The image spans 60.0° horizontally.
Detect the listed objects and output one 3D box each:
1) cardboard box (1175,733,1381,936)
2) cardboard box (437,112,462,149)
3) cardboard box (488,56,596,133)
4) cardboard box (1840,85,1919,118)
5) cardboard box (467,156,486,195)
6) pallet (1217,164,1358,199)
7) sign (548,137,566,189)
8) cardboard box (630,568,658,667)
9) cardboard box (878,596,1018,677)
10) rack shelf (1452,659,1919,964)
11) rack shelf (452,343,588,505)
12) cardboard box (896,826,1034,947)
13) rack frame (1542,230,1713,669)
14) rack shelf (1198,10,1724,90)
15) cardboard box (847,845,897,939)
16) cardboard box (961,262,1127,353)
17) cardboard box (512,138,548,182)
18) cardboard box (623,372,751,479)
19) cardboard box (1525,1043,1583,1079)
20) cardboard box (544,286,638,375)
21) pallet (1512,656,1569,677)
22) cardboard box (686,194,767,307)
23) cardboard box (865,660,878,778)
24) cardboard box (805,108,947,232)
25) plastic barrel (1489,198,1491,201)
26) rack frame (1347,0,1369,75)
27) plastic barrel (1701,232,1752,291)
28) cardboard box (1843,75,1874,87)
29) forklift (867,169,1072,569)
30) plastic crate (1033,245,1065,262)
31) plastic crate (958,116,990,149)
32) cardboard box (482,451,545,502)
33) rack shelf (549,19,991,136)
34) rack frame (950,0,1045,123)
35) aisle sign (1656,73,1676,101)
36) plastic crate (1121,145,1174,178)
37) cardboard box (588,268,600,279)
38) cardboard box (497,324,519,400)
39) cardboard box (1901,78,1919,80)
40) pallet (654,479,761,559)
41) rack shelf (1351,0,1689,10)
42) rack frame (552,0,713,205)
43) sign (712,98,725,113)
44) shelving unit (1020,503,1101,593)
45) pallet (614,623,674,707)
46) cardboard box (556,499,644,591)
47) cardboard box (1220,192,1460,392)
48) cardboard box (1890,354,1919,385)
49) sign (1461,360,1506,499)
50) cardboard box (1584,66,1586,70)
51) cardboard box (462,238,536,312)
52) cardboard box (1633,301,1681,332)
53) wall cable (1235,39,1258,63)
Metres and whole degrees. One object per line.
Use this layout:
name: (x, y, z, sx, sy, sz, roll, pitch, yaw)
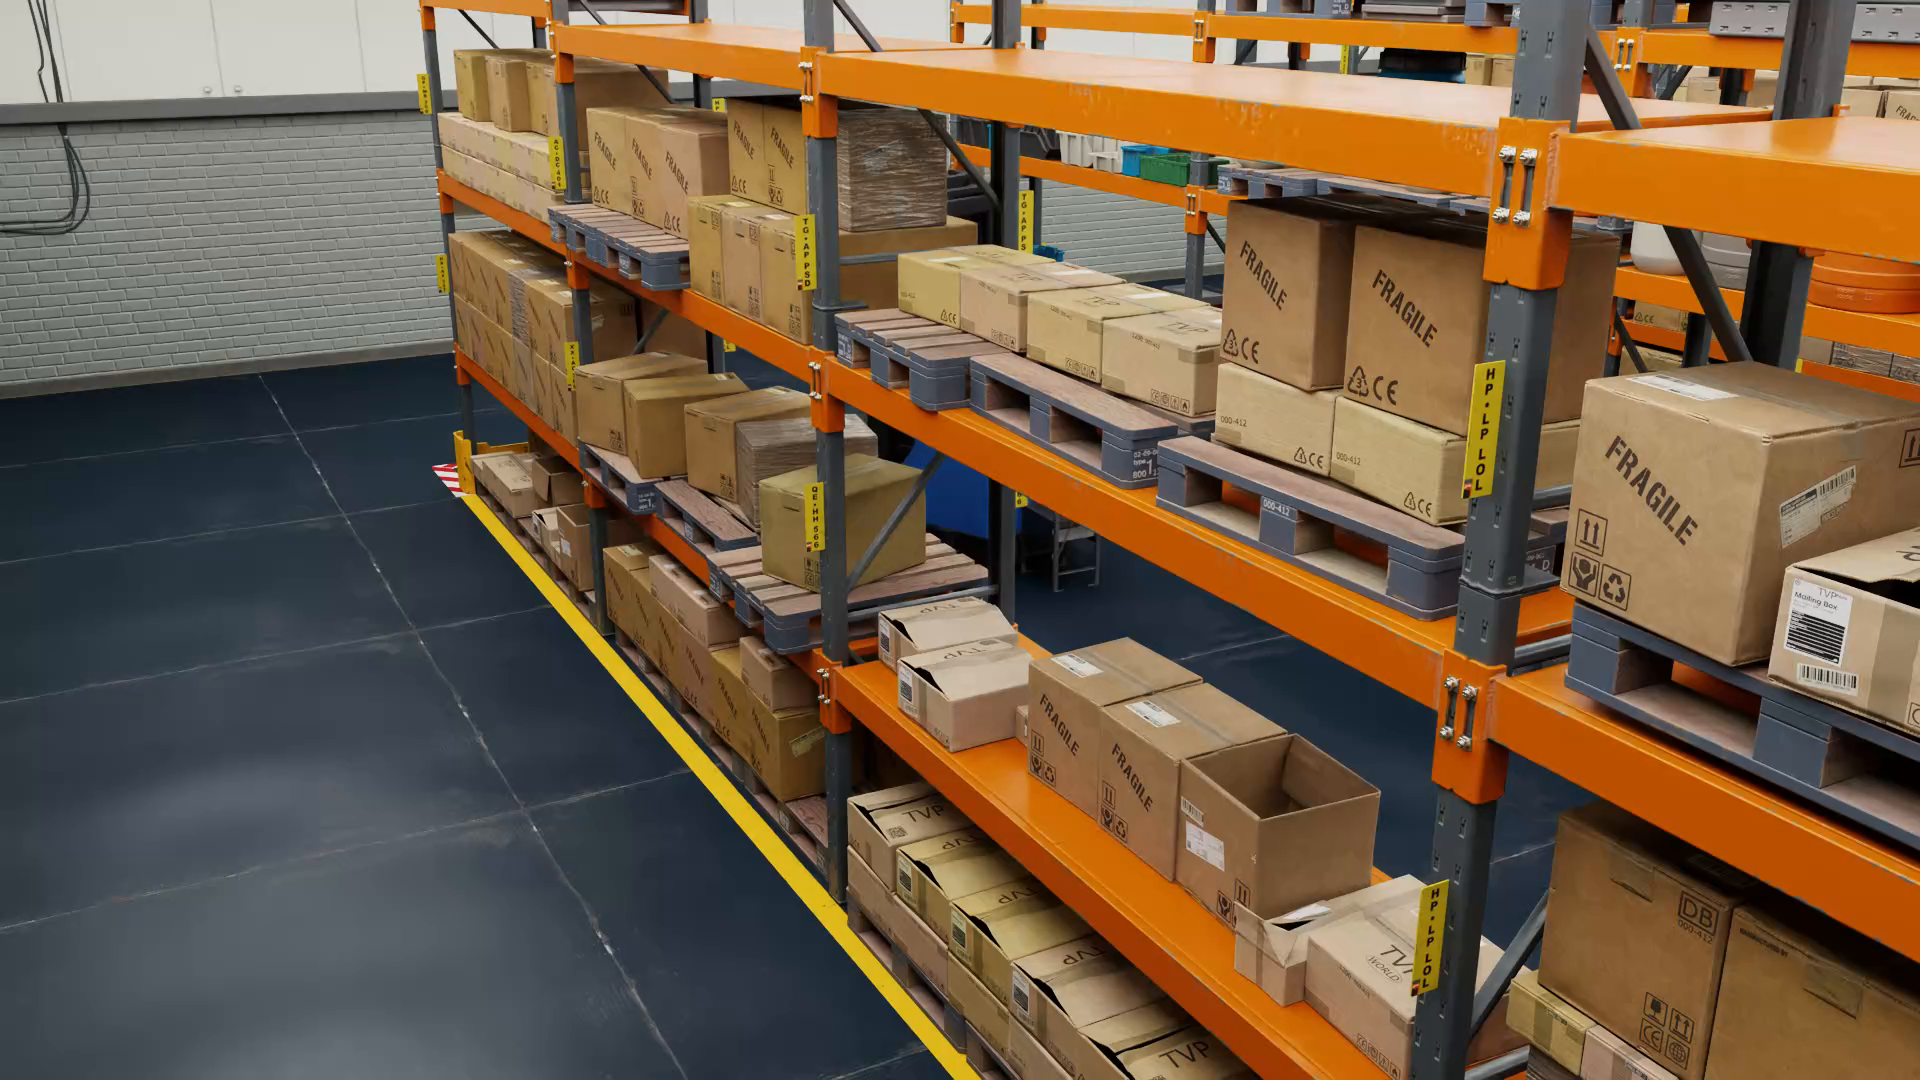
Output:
cardboard box: (1.104, 1.045, 5.851, 0.500, 0.500, 0.500, -8, 21, -23)
cardboard box: (-3.979, -3.374, 13.675, 0.500, 0.250, 0.500, -10, 21, -27)
cardboard box: (-3.085, -3.329, 12.397, 0.700, 0.500, 0.500, -10, 21, -27)
cardboard box: (7.536, -3.463, 13.669, 0.797, 0.503, 0.637, -10, 22, -27)
cardboard box: (-3.508, -2.849, 12.922, 0.500, 0.250, 0.500, -10, 21, -27)
pallet: (2.725, -2.715, 12.591, 1.213, 0.211, 1.003, -10, 21, -27)
sign: (-2.568, -2.406, 10.614, 0.100, 0.325, 0.005, -10, 21, -27)
cardboard box: (-1.816, 0.472, 10.823, 0.500, 0.500, 0.500, -10, 21, -26)
cardboard box: (-0.060, 0.472, 7.802, 0.500, 0.311, 0.500, -9, 21, -23)
rack shelf: (2.655, 0.963, 2.747, 1.077, 0.370, 4.000, -10, 21, -27)
rack shelf: (-3.044, -1.064, 13.219, 1.077, 0.370, 4.000, -10, 21, -27)
cardboard box: (0.052, 1.500, 7.398, 0.500, 0.311, 0.500, -11, 22, -28)
rack frame: (4.166, -0.448, 10.330, 1.000, 3.000, 0.127, -10, 21, -27)
rack shelf: (3.217, -3.329, 11.198, 1.077, 0.370, 4.000, -10, 21, -27)
cardboard box: (-0.204, 1.616, 7.922, 0.500, 0.250, 0.500, -10, 21, -27)
cardboard box: (0.335, -0.958, 6.797, 0.500, 0.250, 0.500, -9, 21, -25)
cardboard box: (-2.798, -2.655, 11.591, 0.500, 0.250, 0.500, -10, 21, -27)
cardboard box: (-1.684, -0.717, 10.315, 0.700, 0.500, 0.500, -6, 20, -18)
cardboard box: (1.921, 1.546, 4.400, 0.700, 0.500, 0.500, -11, 22, -28)
cardboard box: (-2.562, -1.455, 11.563, 0.500, 0.500, 0.500, -10, 21, -26)
pallet: (3.755, 0.651, 11.422, 1.003, 0.211, 1.213, -10, 21, -27)
cardboard box: (-0.921, -1.562, 8.809, 0.910, 0.500, 0.500, -10, 21, -27)
cardboard box: (-0.413, 0.968, 9.386, 0.500, 0.500, 0.500, -11, 22, -29)
cardboard box: (-0.396, -1.746, 7.807, 0.500, 0.500, 0.500, -10, 21, -27)
plastic barrel: (3.528, -2.284, 10.621, 0.301, 0.262, 0.301, 0, 19, 0)
rack frame: (4.726, -6.347, 18.231, 1.000, 3.000, 0.127, -10, 21, -27)
plastic barrel: (4.365, -1.833, 8.979, 0.600, 0.901, 0.600, 0, 19, 0)
cardboard box: (10.108, -5.079, 18.617, 0.500, 0.250, 0.500, -9, 21, -24)
forklift: (-0.545, -1.517, 13.533, 3.031, 2.935, 1.130, 15, 24, 37)
plastic crate: (0.691, -2.722, 16.776, 0.616, 0.435, 0.499, -10, 21, -27)
plastic crate: (0.305, -3.947, 16.072, 0.497, 0.269, 0.590, -10, 21, -27)
cardboard box: (-3.748, -0.543, 14.147, 0.500, 0.250, 0.500, -10, 21, -27)
rack shelf: (-1.144, -2.562, 8.978, 1.077, 0.370, 4.000, -10, 21, -27)
rack frame: (0.368, -5.580, 16.007, 1.000, 3.000, 0.127, -10, 21, -27)
aisle sign: (8.841, -5.454, 20.854, 0.394, 0.787, 0.004, -10, 21, -27)
plastic crate: (1.554, -3.147, 13.810, 0.416, 0.233, 0.300, -10, 21, -27)
cardboard box: (-2.559, -1.824, 12.634, 0.500, 0.500, 0.500, -11, 22, -28)
cardboard box: (-3.293, -1.422, 12.999, 0.500, 0.500, 0.500, -10, 21, -26)
cardboard box: (10.362, -5.060, 17.950, 0.380, 0.149, 0.250, -10, 21, -27)
pallet: (-1.122, -0.148, 9.757, 1.003, 0.211, 1.213, -10, 21, -27)
rack shelf: (5.676, -5.244, 16.749, 1.077, 0.370, 4.000, -10, 21, -27)
rack frame: (-2.094, -3.666, 10.459, 1.000, 3.000, 0.127, -10, 21, -27)
sign: (-1.607, -2.765, 11.052, 0.100, 0.325, 0.005, -10, 21, -27)
shelving unit: (0.765, -0.695, 12.427, 0.431, 2.100, 0.503, -10, 21, -26)
pallet: (-1.675, 0.716, 11.233, 1.003, 0.211, 1.213, -10, 21, -27)
cardboard box: (-2.614, 0.024, 12.120, 0.500, 0.500, 0.500, -10, 21, -27)
cardboard box: (1.156, -0.776, 5.121, 0.500, 0.500, 0.500, -8, 21, -21)
cardboard box: (7.841, -1.509, 13.254, 0.500, 0.500, 0.500, -10, 22, -27)
sign: (1.232, -0.258, 3.906, 0.100, 0.325, 0.005, -10, 21, -27)
cardboard box: (6.201, -4.290, 15.915, 0.700, 0.500, 0.500, -11, 22, -30)
cardboard box: (-3.760, -2.181, 13.667, 0.500, 0.500, 0.500, -10, 21, -26)
cardboard box: (6.624, -2.240, 15.370, 0.500, 0.500, 0.500, -10, 21, -26)
wall cable: (5.075, -10.025, 23.957, 2.277, 5.999, 0.120, -10, 21, -27)
